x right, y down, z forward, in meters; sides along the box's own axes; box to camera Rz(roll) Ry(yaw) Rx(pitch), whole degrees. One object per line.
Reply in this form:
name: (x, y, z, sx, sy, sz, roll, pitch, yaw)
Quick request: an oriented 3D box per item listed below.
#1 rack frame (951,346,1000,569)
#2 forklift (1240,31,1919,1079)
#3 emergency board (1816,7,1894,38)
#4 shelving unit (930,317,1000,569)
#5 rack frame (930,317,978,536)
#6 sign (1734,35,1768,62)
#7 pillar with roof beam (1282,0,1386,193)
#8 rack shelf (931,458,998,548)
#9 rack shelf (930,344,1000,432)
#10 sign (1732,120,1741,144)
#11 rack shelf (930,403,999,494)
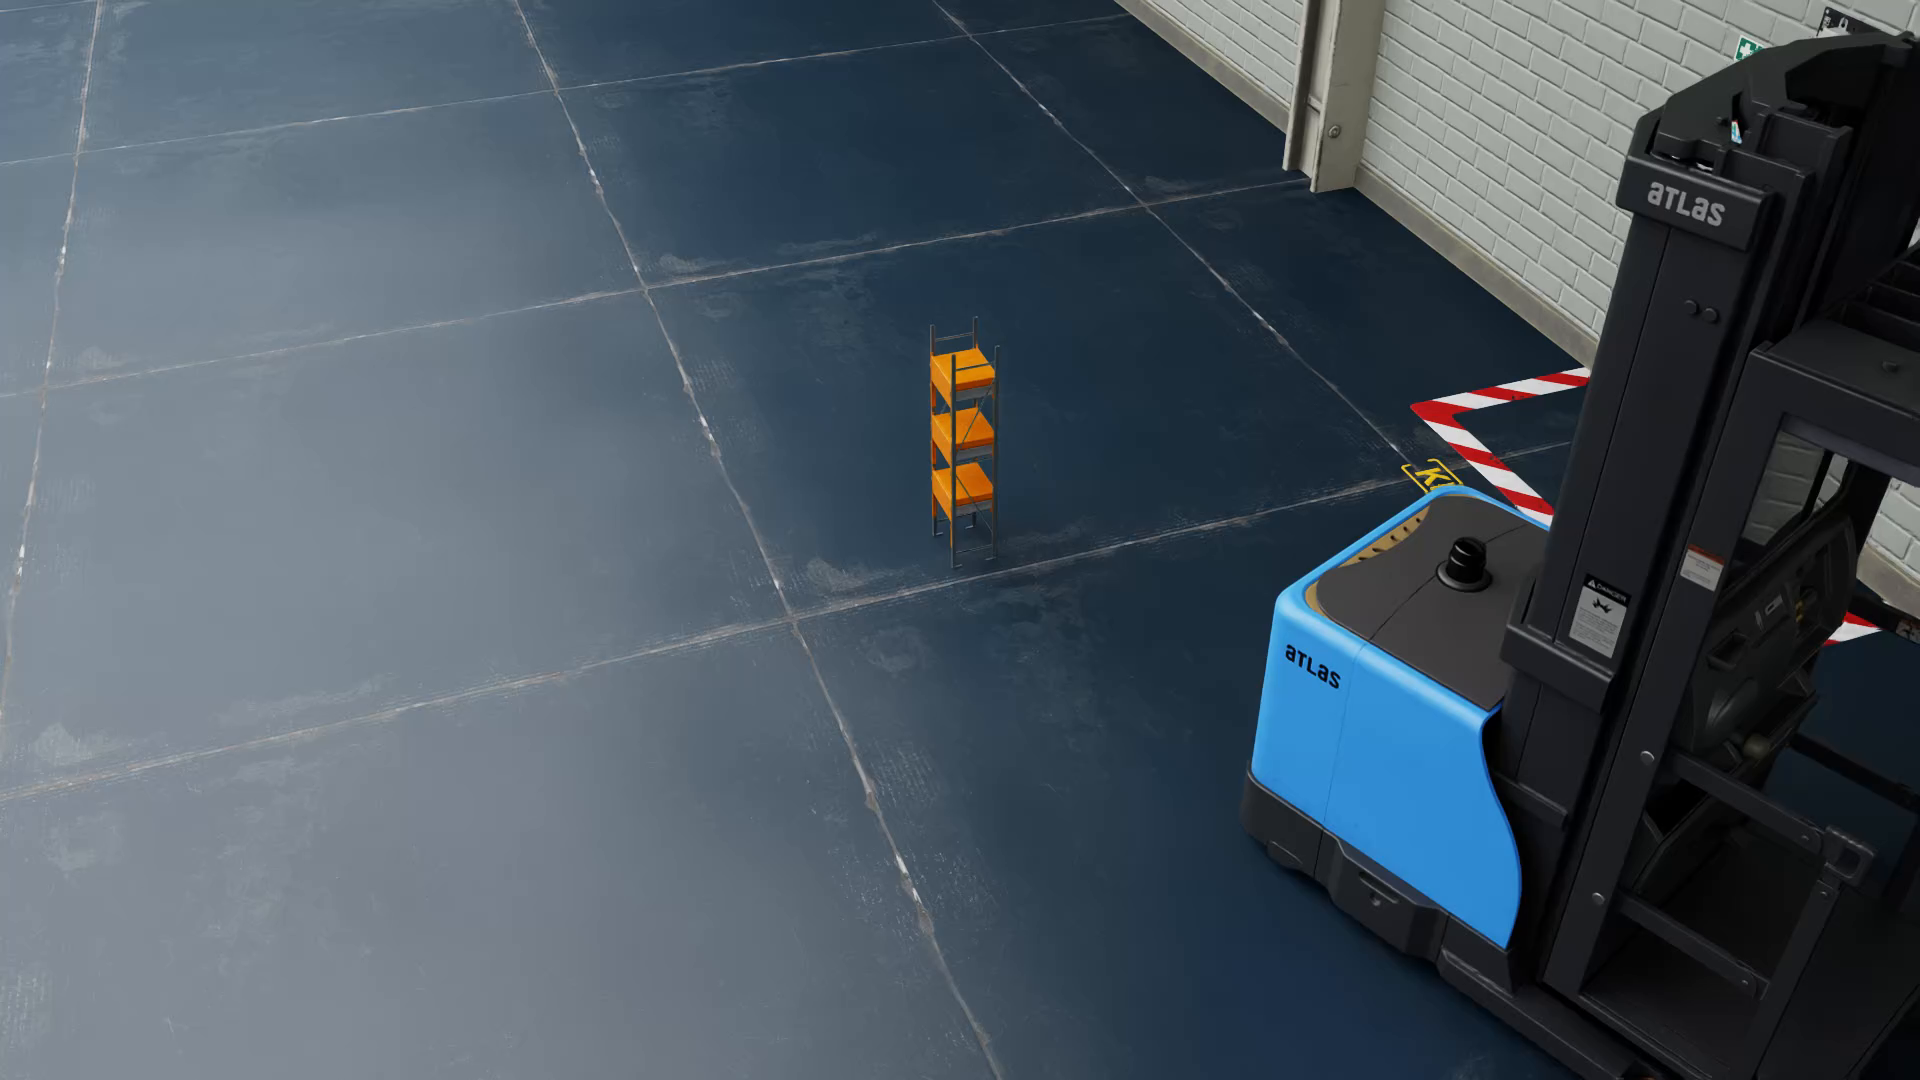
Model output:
rack frame: (0.060, -0.320, 6.803, 0.200, 1.050, 0.008, -12, 39, -16)
forklift: (2.347, 0.321, 4.388, 1.130, 2.935, 3.031, -29, 46, -33)
emergency board: (3.461, -1.447, 6.678, 0.194, 1.169, 0.643, -12, 39, -16)
shelving unit: (0.018, -0.389, 6.894, 0.215, 1.050, 0.252, -12, 39, -16)
rack frame: (-0.024, -0.458, 6.986, 0.200, 1.050, 0.008, -12, 39, -16)
sign: (3.361, -2.002, 6.945, 0.001, 0.109, 0.331, -12, 39, -16)
pillar with roof beam: (-1.831, -4.937, 6.326, 9.100, 9.000, 0.400, -12, 39, -16)
rack shelf: (0.018, -0.159, 7.068, 0.215, 0.259, 0.240, -12, 39, -16)
rack shelf: (0.018, -0.607, 6.730, 0.215, 0.259, 0.240, -12, 39, -16)
sign: (3.368, -1.795, 7.110, 0.001, 0.329, 0.234, -12, 39, -16)
rack shelf: (0.018, -0.381, 6.900, 0.215, 0.259, 0.240, -12, 39, -16)
